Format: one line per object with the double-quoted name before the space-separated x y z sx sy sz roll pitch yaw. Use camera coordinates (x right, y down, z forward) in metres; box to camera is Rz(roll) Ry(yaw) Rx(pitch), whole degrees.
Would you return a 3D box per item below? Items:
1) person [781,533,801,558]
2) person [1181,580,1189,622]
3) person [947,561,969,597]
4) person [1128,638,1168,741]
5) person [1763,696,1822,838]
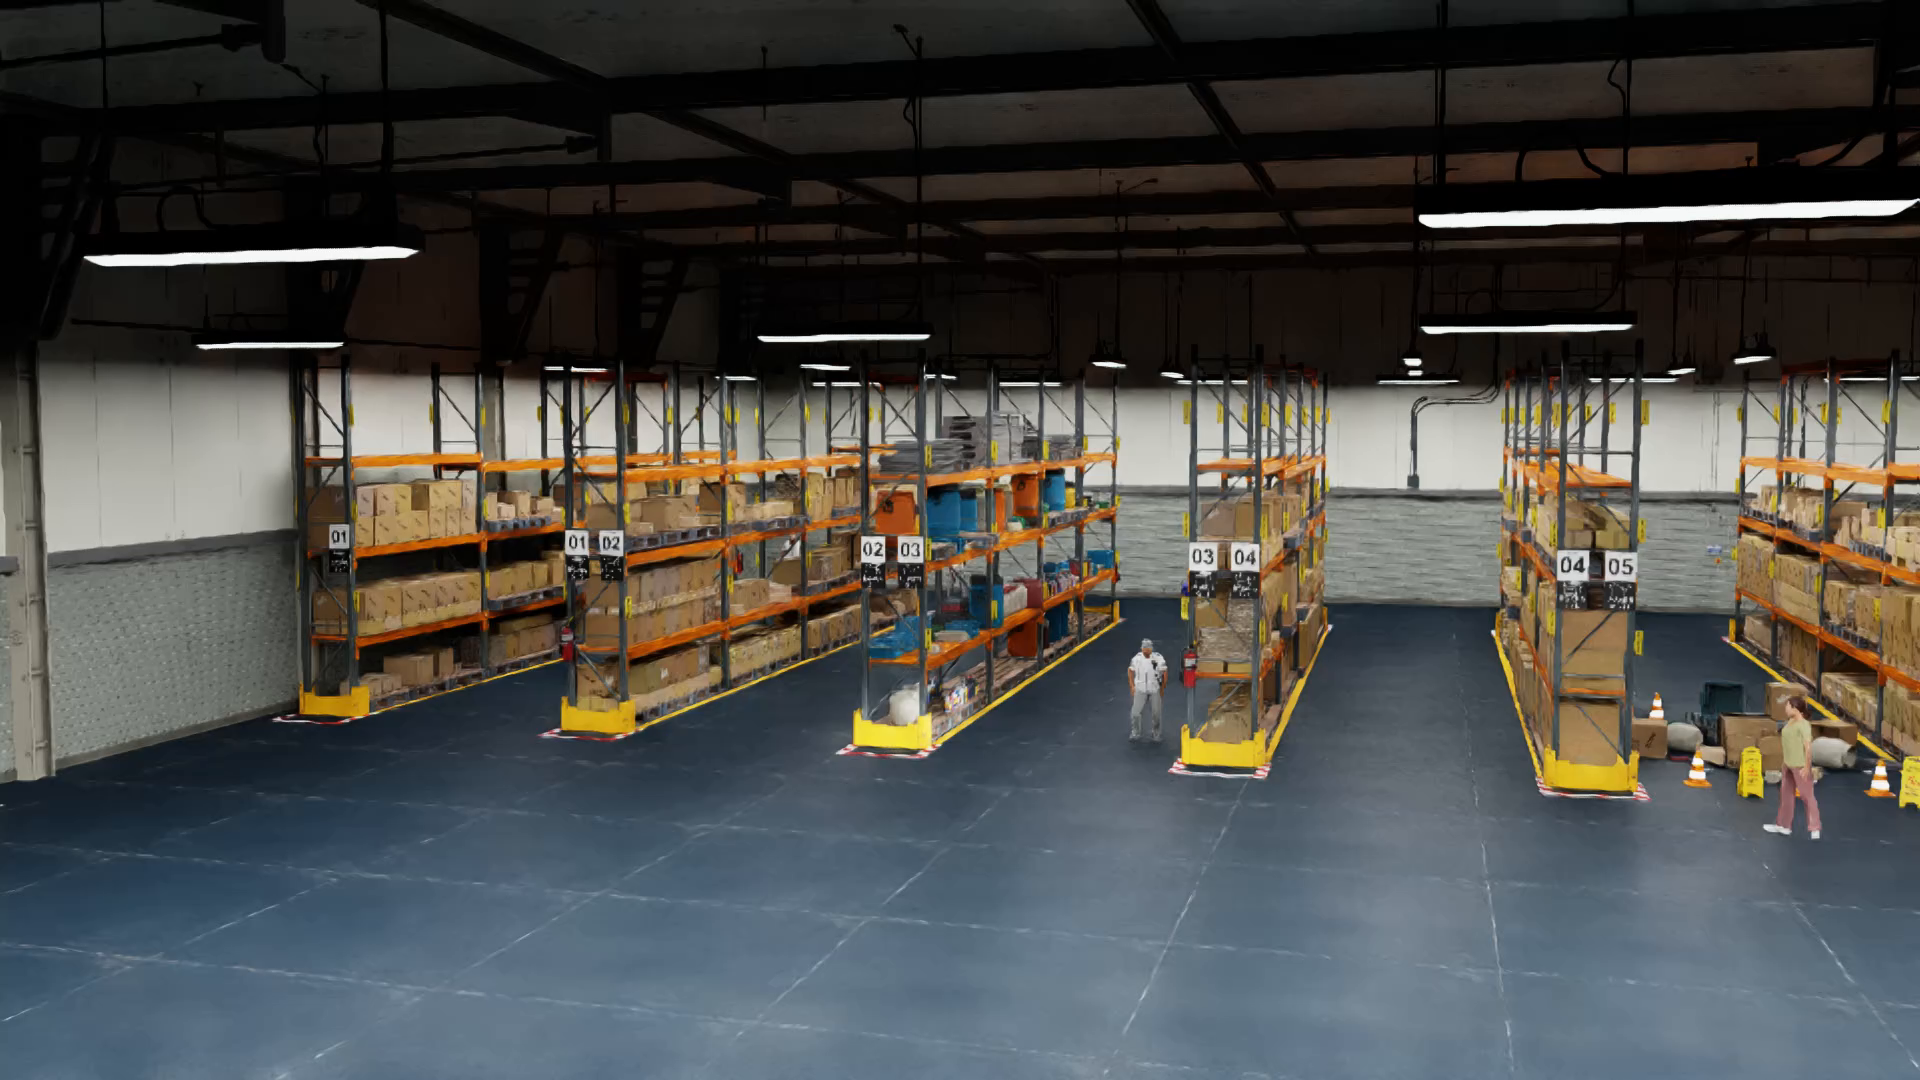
"person" -4.724 0.604 47.139 0.692 1.722 0.846 0 4 -1
"person" 5.124 1.437 36.847 0.447 1.574 1.077 1 4 18
"person" -0.053 0.817 44.562 0.700 1.671 0.560 -3 5 -35
"person" 2.870 2.296 25.482 0.625 1.611 0.546 1 4 14
"person" 9.970 2.689 19.777 0.539 1.669 0.581 0 4 -2
